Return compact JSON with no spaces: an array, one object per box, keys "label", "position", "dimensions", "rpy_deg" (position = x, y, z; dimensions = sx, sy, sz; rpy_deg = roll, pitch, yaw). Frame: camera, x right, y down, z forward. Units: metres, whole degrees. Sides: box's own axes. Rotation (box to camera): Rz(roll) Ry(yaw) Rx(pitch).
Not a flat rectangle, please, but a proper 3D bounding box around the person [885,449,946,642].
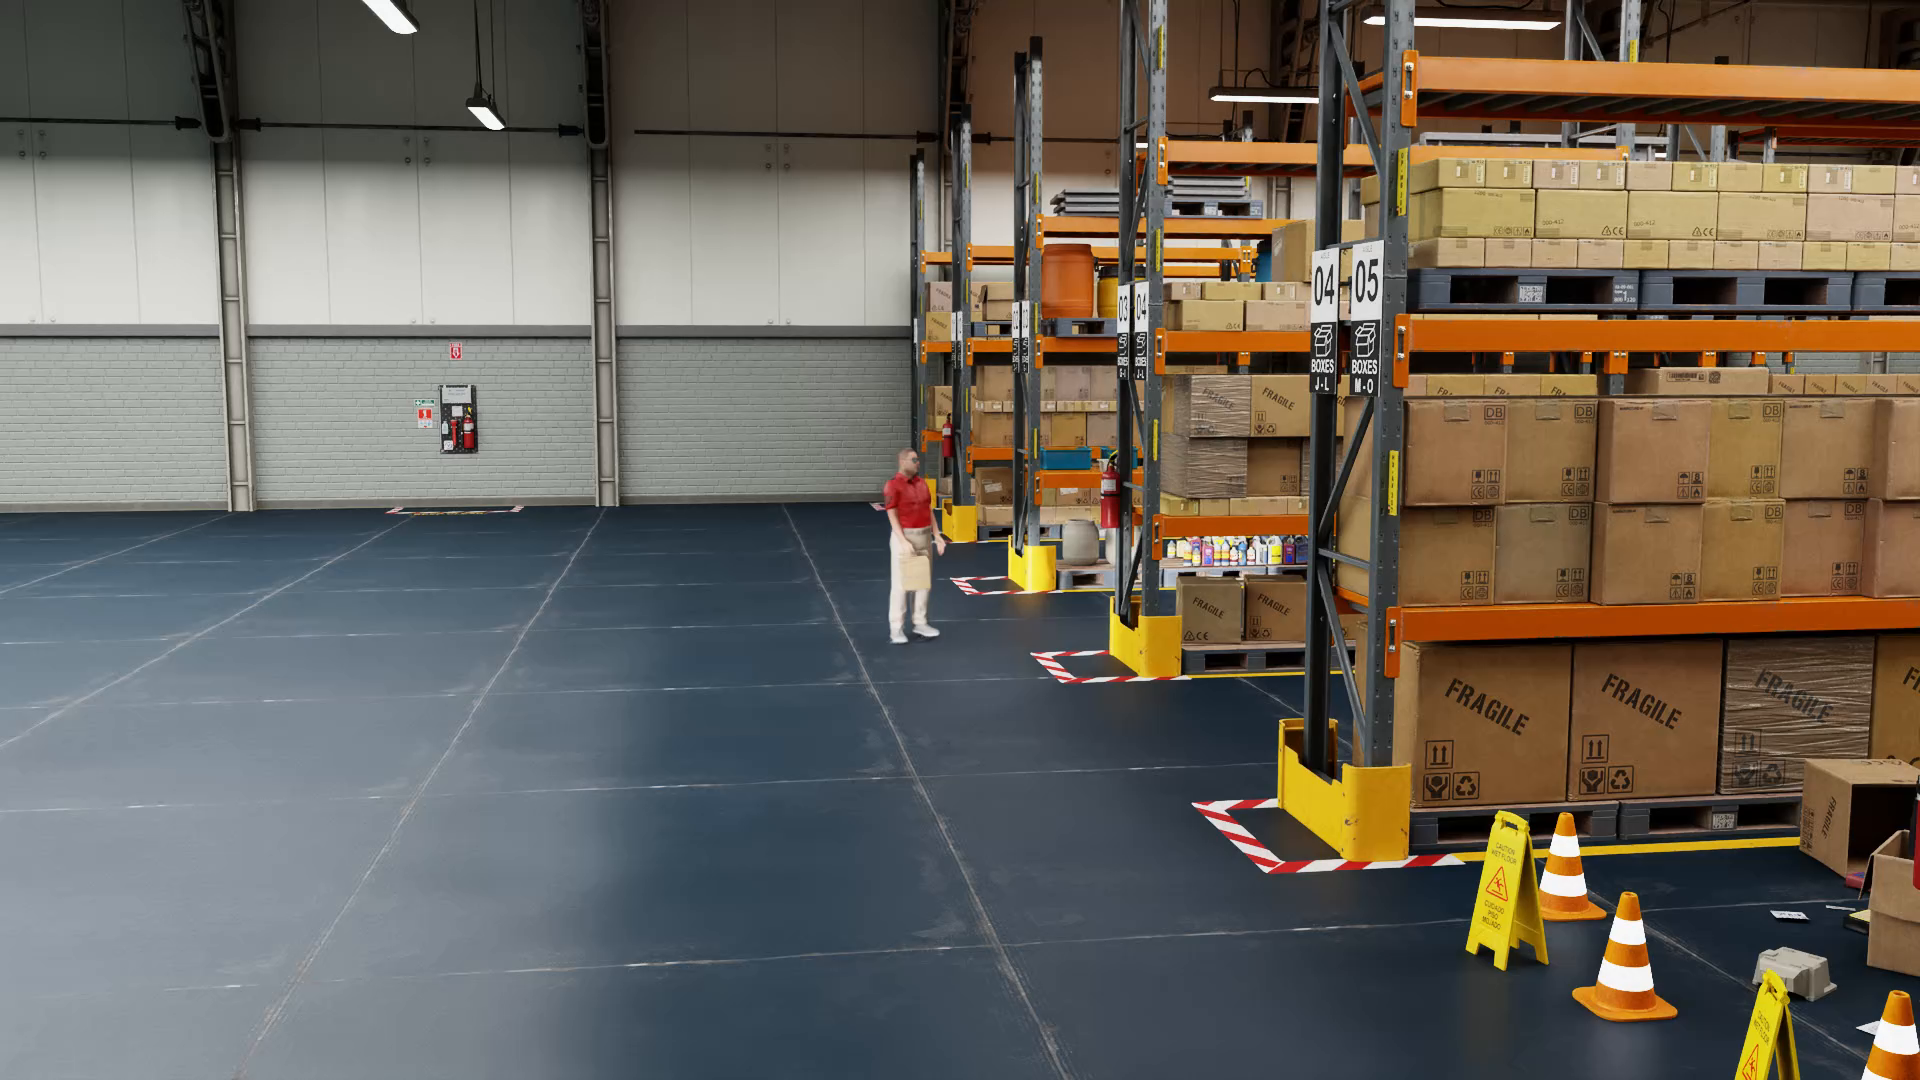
[{"label":"person","position":[-0.433,0.036,15.275],"dimensions":[0.397,1.741,0.615],"rpy_deg":[5,8,37]}]
